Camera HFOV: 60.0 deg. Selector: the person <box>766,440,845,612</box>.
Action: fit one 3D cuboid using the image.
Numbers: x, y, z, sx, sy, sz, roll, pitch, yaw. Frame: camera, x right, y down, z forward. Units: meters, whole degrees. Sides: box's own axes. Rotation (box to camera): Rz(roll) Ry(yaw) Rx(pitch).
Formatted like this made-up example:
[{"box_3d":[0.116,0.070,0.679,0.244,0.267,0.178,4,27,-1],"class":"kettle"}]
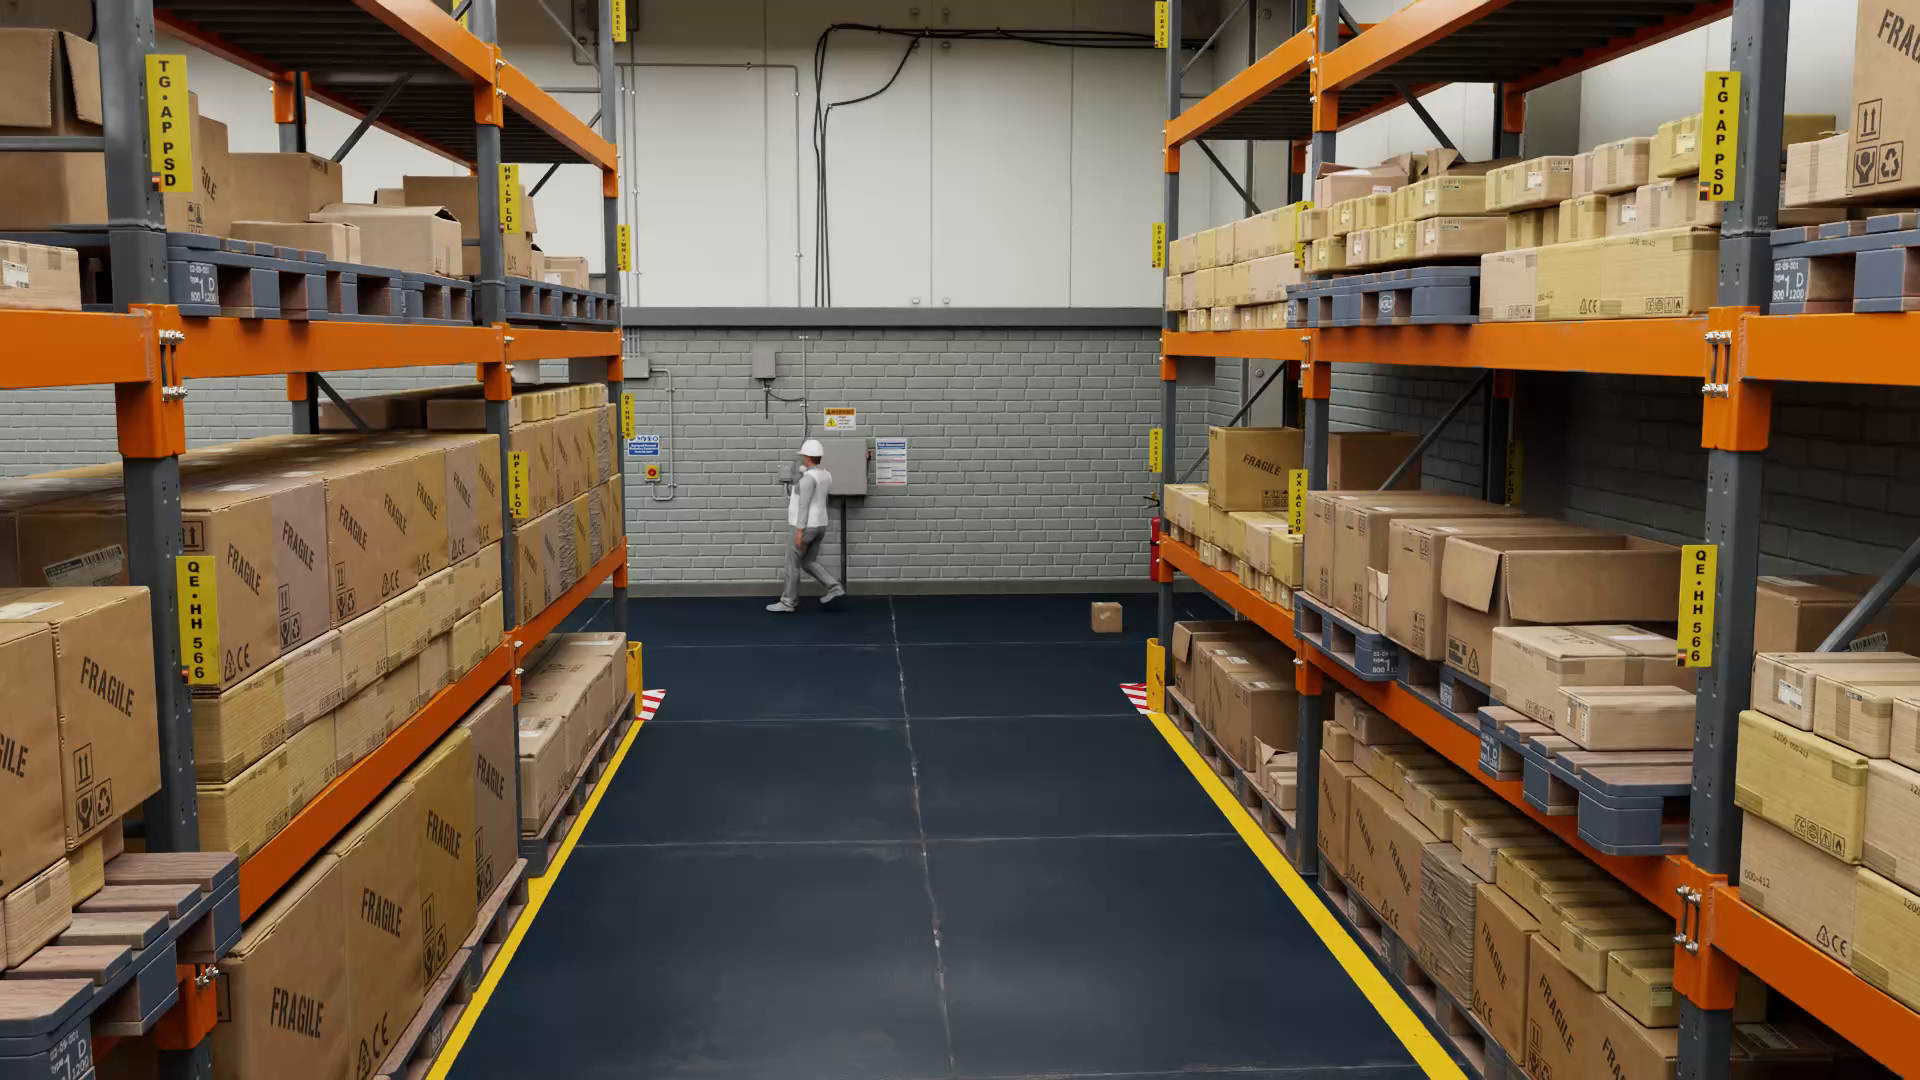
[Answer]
[{"box_3d":[-1.567,-0.146,16.850,0.767,1.750,0.555,3,7,22],"class":"person"}]
